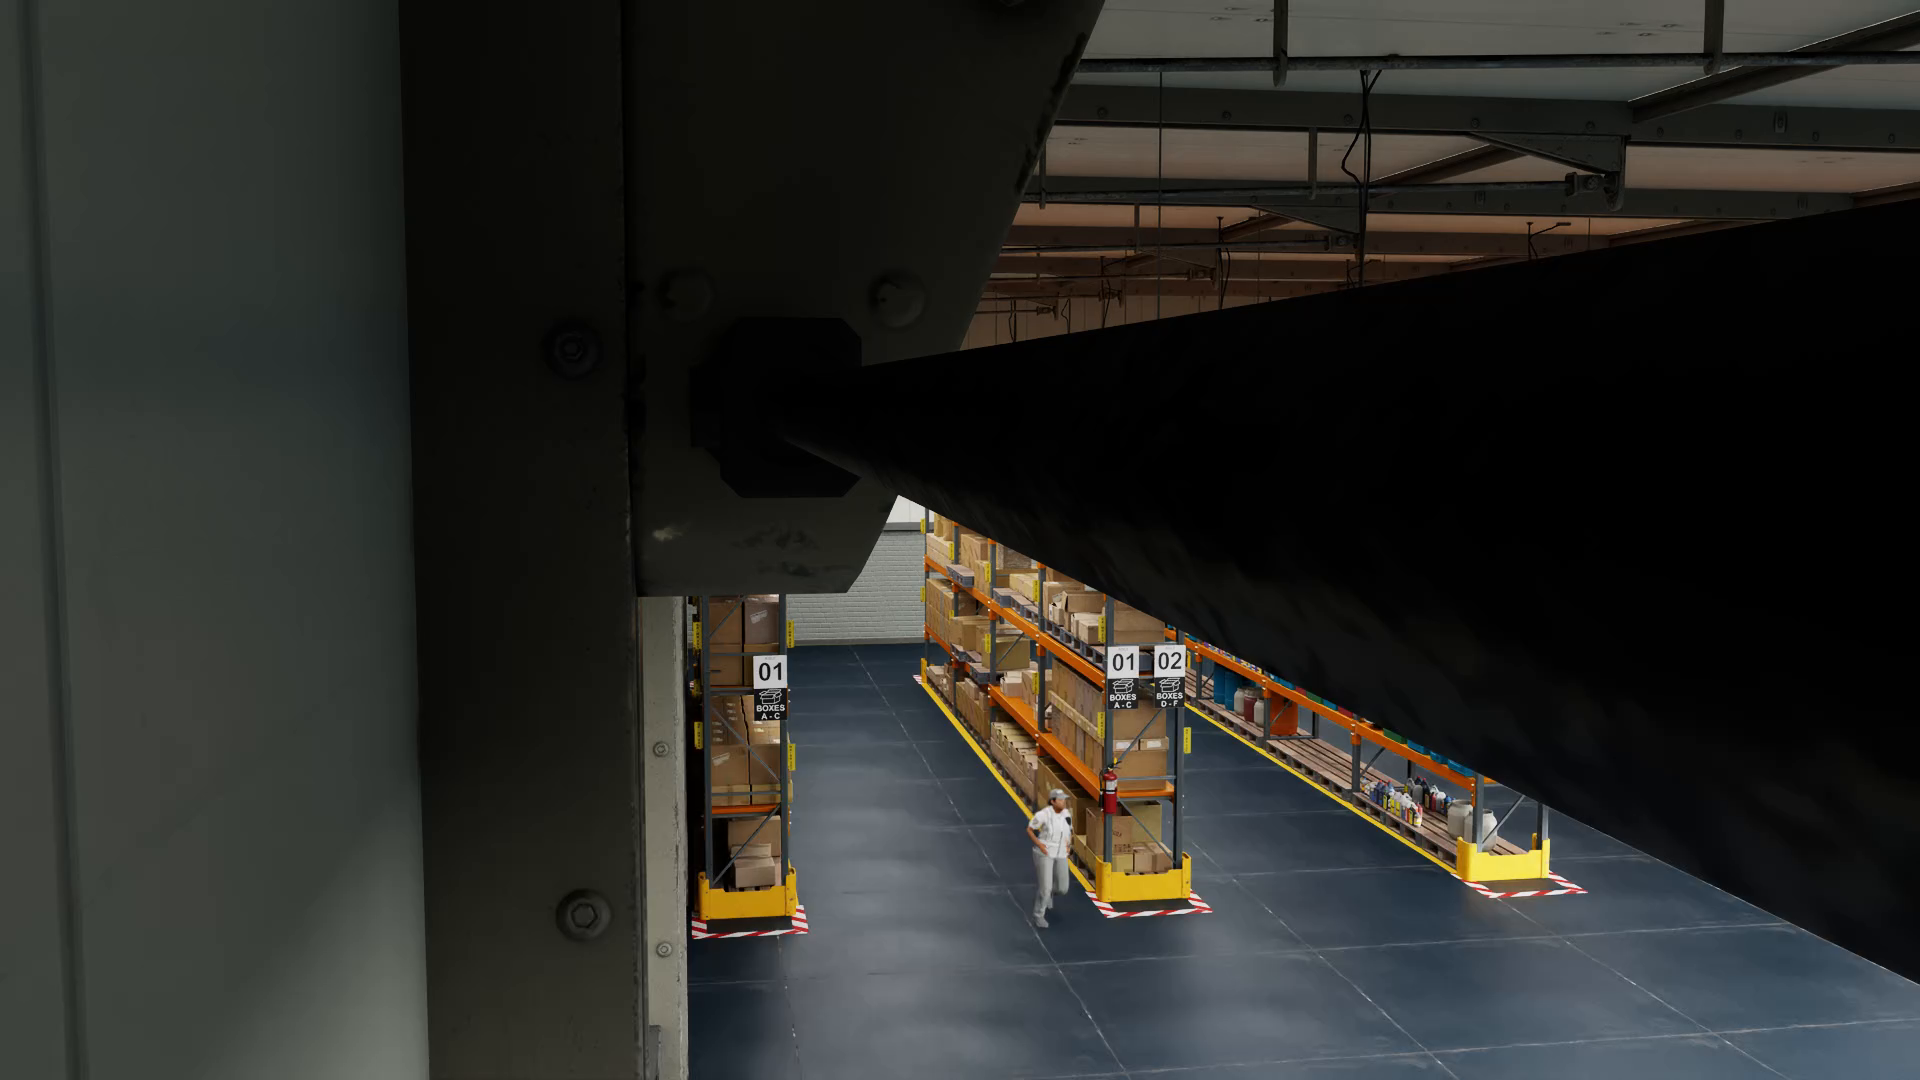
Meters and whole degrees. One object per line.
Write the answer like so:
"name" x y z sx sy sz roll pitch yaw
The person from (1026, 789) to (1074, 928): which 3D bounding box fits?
"person" 1.102 3.789 20.057 0.622 1.600 0.600 -2 6 -26
